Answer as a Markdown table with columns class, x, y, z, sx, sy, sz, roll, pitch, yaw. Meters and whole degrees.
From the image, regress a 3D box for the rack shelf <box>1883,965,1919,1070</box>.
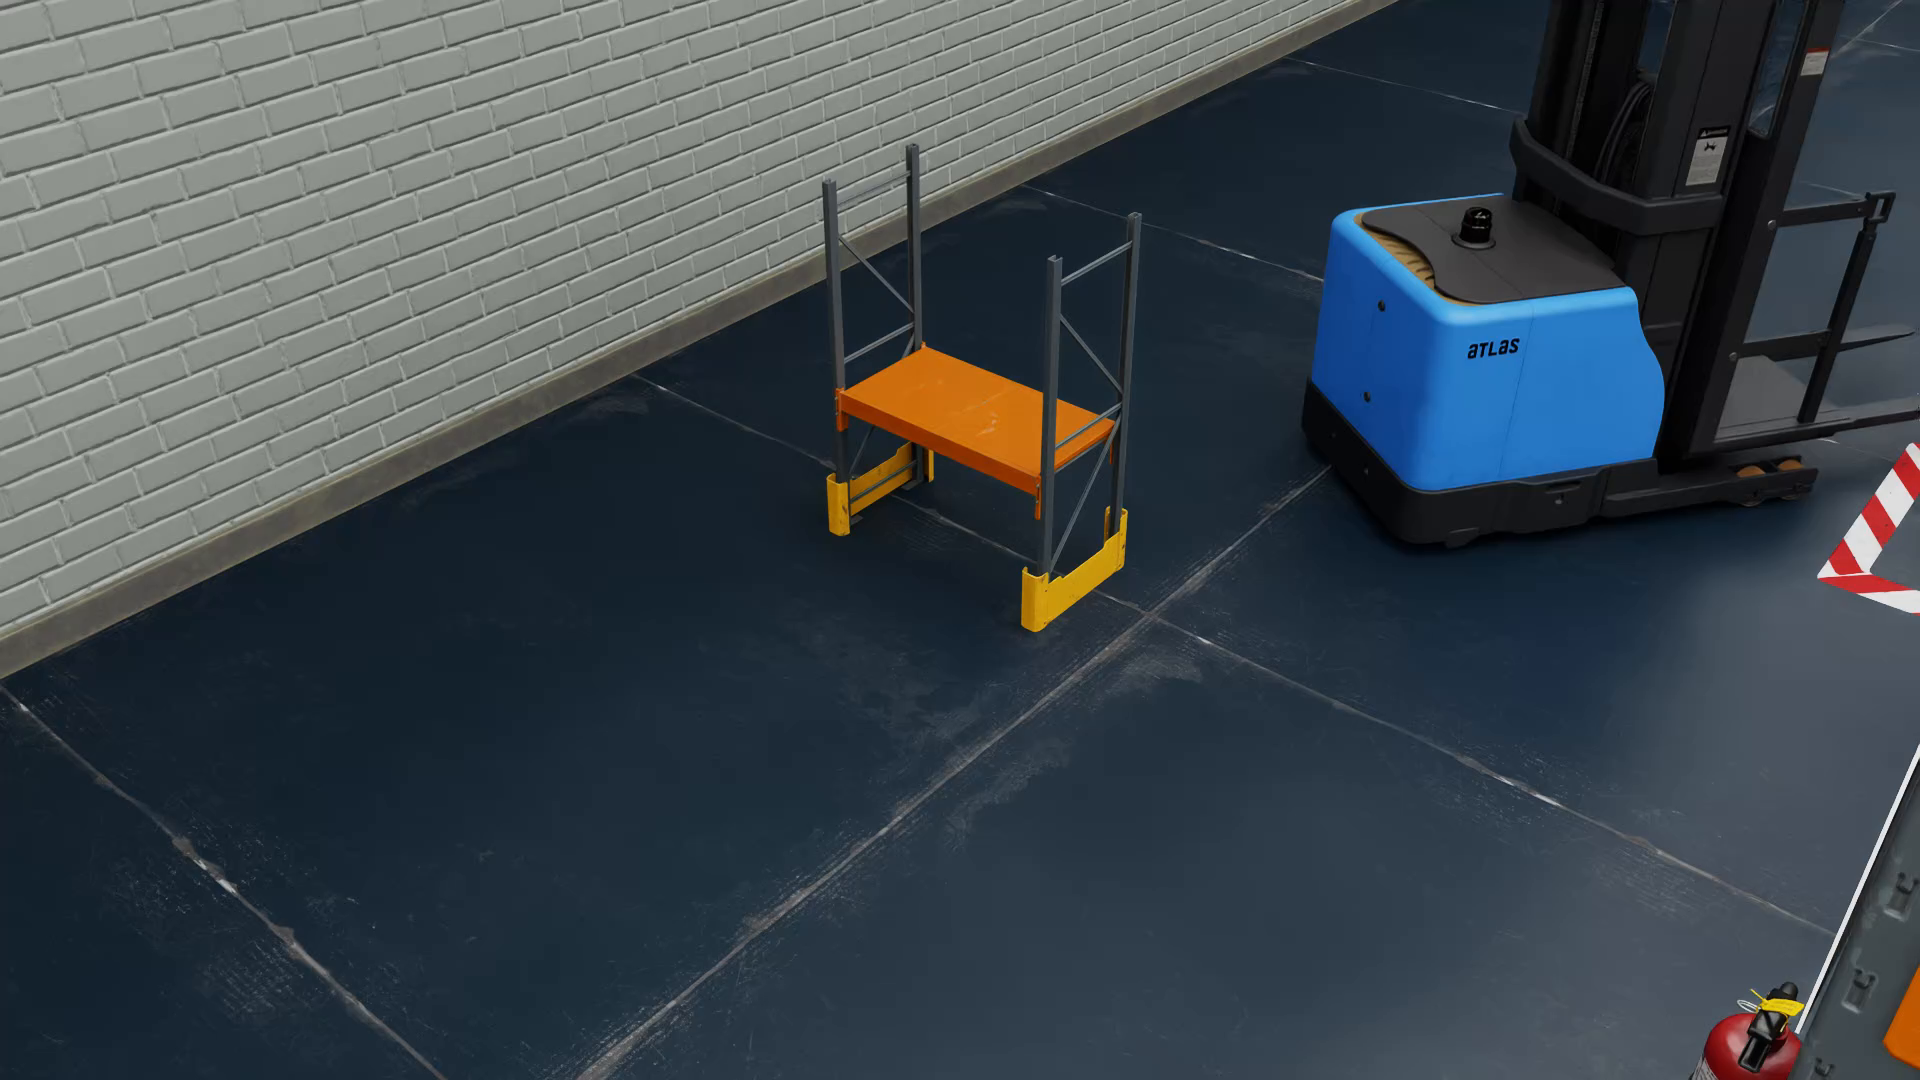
| class | x | y | z | sx | sy | sz | roll | pitch | yaw |
| --- | --- | --- | --- | --- | --- | --- | --- | --- | --- |
| rack shelf | 2.787 | 0.860 | 0.833 | 4.000 | 0.370 | 1.077 | 25 | 42 | 32 |

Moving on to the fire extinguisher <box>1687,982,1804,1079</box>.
| class | x | y | z | sx | sy | sz | roll | pitch | yaw |
| --- | --- | --- | --- | --- | --- | --- | --- | --- | --- |
| fire extinguisher | 1.425 | 1.009 | 3.029 | 0.183 | 0.674 | 0.296 | 25 | 42 | 32 |

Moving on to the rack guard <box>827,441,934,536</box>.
| class | x | y | z | sx | sy | sz | roll | pitch | yaw |
| --- | --- | --- | --- | --- | --- | --- | --- | --- | --- |
| rack guard | -0.324 | -0.256 | 6.902 | 0.087 | 0.250 | 0.587 | 25 | 42 | 32 |

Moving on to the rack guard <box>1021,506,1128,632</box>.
| class | x | y | z | sx | sy | sz | roll | pitch | yaw |
| --- | --- | --- | --- | --- | --- | --- | --- | --- | --- |
| rack guard | 0.441 | 0.105 | 6.376 | 0.087 | 0.250 | 0.587 | 25 | 42 | 32 |

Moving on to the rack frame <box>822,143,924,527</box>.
| class | x | y | z | sx | sy | sz | roll | pitch | yaw |
| --- | --- | --- | --- | --- | --- | --- | --- | --- | --- |
| rack frame | -0.325 | -0.771 | 6.549 | 0.032 | 1.500 | 0.500 | 25 | 42 | 32 |

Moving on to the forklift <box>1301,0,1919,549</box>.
| class | x | y | z | sx | sy | sz | roll | pitch | yaw |
| --- | --- | --- | --- | --- | --- | --- | --- | --- | --- |
| forklift | 3.084 | -1.628 | 6.532 | 3.031 | 2.935 | 1.130 | -9 | 35 | -12 |

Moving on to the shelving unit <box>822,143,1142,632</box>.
| class | x | y | z | sx | sy | sz | roll | pitch | yaw |
| --- | --- | --- | --- | --- | --- | --- | --- | --- | --- |
| shelving unit | 0.059 | -0.591 | 6.285 | 1.083 | 1.500 | 0.587 | 25 | 42 | 32 |

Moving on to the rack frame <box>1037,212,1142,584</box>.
| class | x | y | z | sx | sy | sz | roll | pitch | yaw |
| --- | --- | --- | --- | --- | --- | --- | --- | --- | --- |
| rack frame | 0.456 | -0.403 | 6.012 | 0.032 | 1.500 | 0.500 | 25 | 42 | 32 |

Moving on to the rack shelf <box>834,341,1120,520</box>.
| class | x | y | z | sx | sy | sz | roll | pitch | yaw |
| --- | --- | --- | --- | --- | --- | --- | --- | --- | --- |
| rack shelf | 0.066 | -0.439 | 6.382 | 1.000 | 0.185 | 0.538 | 25 | 42 | 32 |

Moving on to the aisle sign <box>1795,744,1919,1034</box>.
| class | x | y | z | sx | sy | sz | roll | pitch | yaw |
| --- | --- | --- | --- | --- | --- | --- | --- | --- | --- |
| aisle sign | 1.004 | 0.107 | 1.648 | 0.004 | 0.787 | 0.394 | 25 | 42 | 32 |
